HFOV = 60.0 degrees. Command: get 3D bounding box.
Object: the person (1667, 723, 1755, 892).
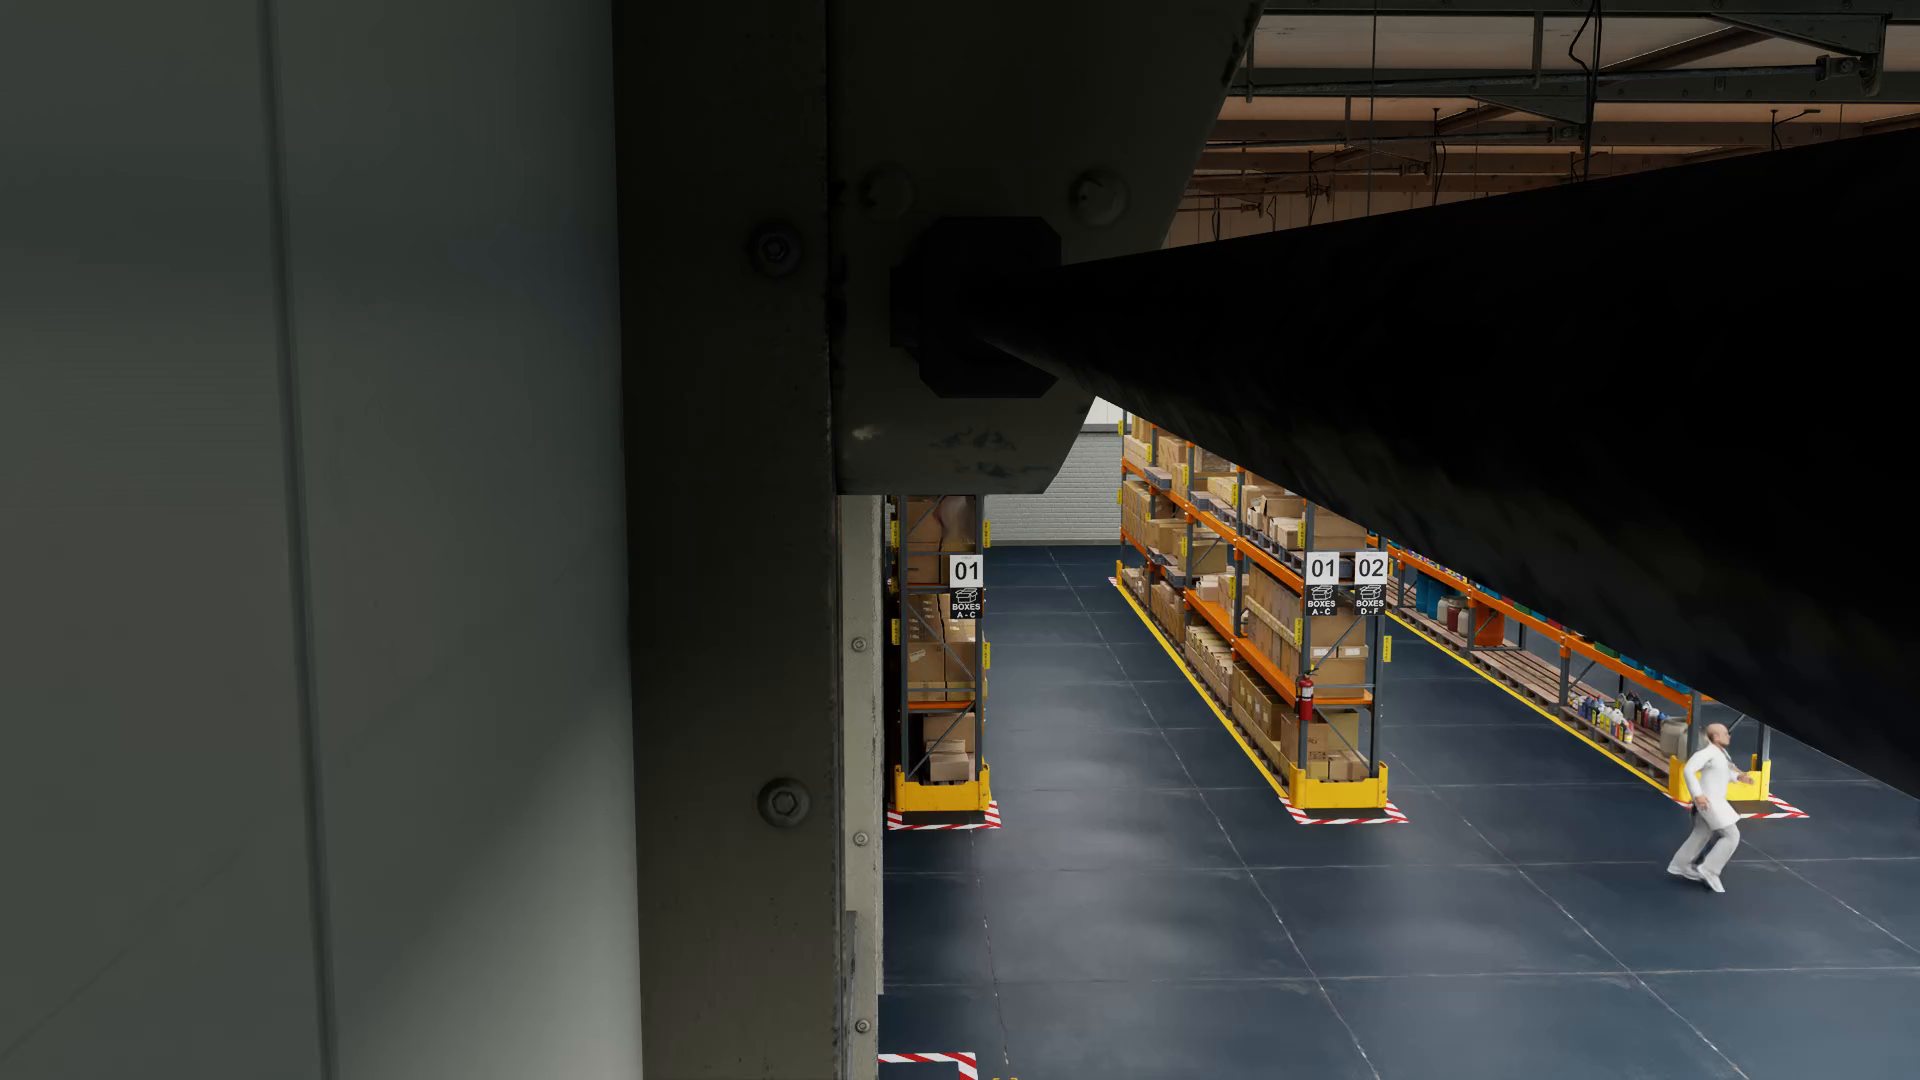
[{"bbox_3d":[8.073,2.856,17.847,0.808,1.823,0.693,4,9,23],"label":"person"}]
